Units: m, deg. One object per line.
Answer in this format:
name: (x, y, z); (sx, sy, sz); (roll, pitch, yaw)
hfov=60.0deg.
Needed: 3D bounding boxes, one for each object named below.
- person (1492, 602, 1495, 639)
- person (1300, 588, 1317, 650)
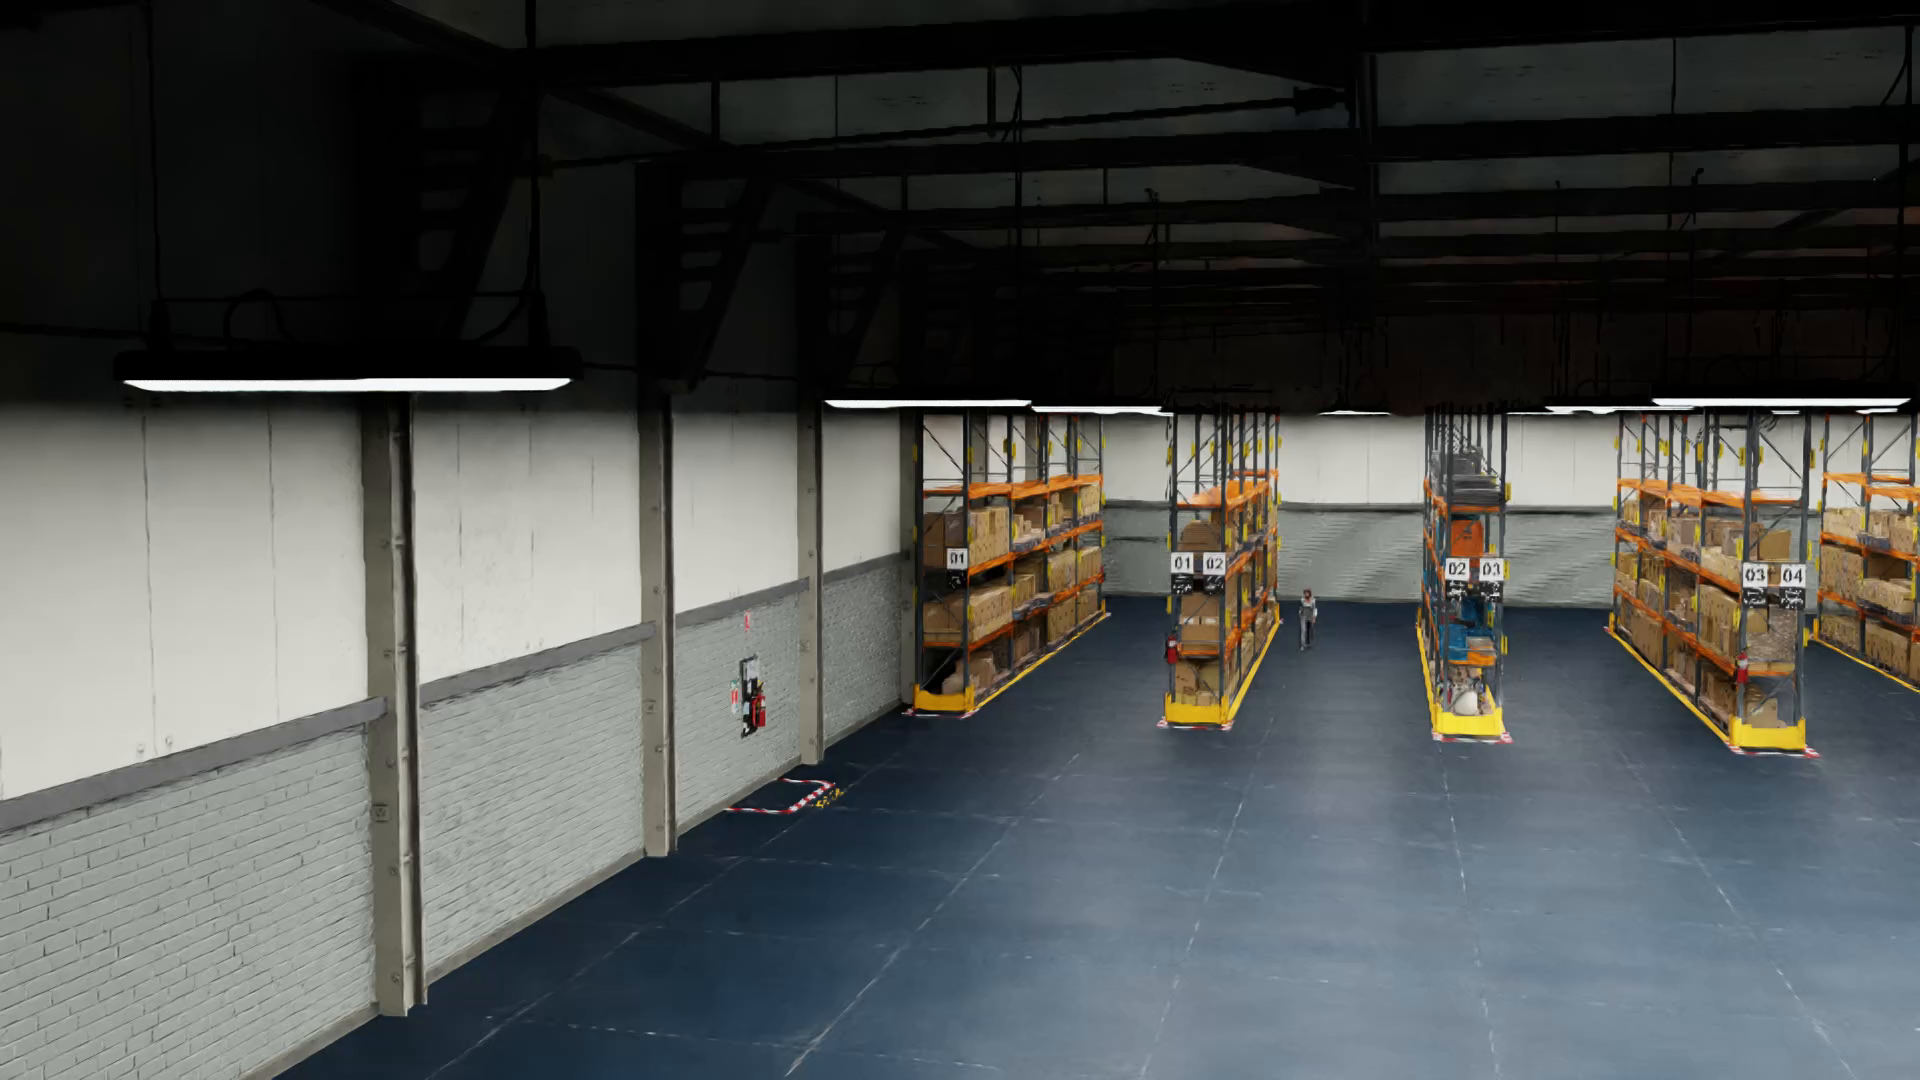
person: (13.487, 1.681, 42.406); (0.440, 1.785, 0.701); (1, 4, 7)
person: (8.583, 1.924, 40.990); (0.415, 1.517, 1.032); (1, 4, 12)
